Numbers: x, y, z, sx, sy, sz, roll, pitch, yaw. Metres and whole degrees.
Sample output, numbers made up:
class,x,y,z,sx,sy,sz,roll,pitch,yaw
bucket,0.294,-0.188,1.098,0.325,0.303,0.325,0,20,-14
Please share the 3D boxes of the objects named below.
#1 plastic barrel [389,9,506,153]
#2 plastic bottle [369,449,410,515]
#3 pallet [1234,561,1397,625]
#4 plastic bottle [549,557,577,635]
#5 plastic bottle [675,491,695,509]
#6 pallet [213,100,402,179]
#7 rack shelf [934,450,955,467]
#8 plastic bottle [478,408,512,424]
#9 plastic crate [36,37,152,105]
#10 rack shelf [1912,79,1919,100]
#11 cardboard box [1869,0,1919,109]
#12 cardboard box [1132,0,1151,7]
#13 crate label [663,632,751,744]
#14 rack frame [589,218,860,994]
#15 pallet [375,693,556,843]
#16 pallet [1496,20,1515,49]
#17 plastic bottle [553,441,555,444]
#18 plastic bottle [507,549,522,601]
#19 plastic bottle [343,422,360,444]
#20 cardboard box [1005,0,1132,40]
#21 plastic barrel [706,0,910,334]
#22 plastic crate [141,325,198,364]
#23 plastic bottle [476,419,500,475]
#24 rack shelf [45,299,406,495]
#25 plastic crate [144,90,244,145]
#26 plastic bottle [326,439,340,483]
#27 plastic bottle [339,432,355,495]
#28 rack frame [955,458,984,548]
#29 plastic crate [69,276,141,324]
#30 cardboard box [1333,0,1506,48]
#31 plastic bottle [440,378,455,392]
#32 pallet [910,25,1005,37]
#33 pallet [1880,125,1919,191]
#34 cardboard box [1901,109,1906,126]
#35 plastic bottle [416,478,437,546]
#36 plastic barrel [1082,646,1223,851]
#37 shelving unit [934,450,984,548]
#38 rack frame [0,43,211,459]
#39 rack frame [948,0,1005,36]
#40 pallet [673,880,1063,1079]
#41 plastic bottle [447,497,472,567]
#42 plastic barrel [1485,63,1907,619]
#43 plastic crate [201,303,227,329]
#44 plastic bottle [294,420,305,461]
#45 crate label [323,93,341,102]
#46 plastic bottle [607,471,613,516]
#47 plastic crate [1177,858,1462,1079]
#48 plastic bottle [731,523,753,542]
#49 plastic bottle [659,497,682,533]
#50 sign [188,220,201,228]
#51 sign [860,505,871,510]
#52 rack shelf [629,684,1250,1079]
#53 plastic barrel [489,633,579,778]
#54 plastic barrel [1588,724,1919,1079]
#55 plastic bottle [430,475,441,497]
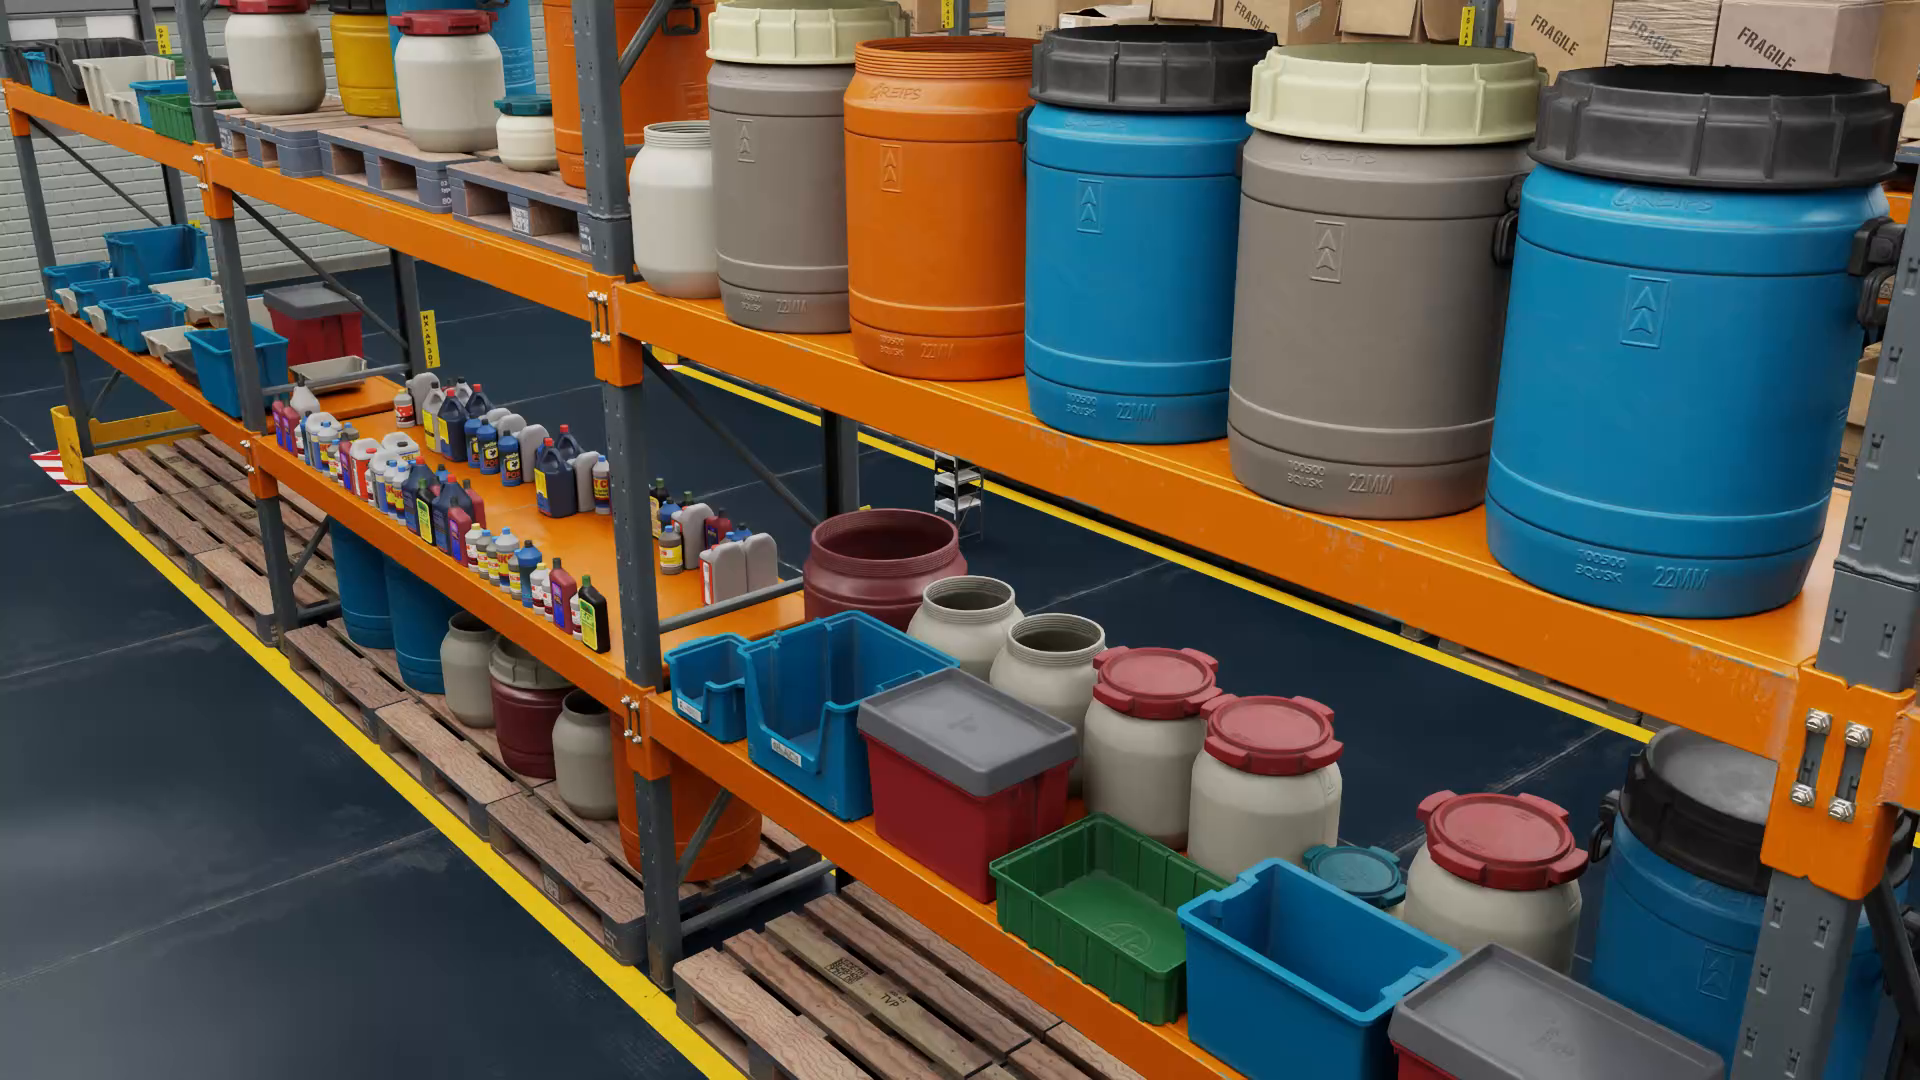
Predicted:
class,x,y,z,sx,sy,sz,roll,pitch,yaw
plastic barrel,-2.076,-1.874,6.782,0.433,0.535,0.433,0,21,0
plastic bottle,-2.646,-0.274,7.740,0.152,0.276,0.135,-17,27,-37
pallet,2.490,0.119,10.392,1.003,0.211,1.213,-17,27,-37
plastic bottle,-1.542,0.215,6.481,0.061,0.283,0.133,-17,27,-37
plastic bottle,-1.197,-0.083,7.243,0.061,0.283,0.133,-17,27,-37
pallet,-2.830,-1.986,8.086,1.213,0.211,1.003,-17,27,-37
rack shelf,-0.005,-0.558,10.772,0.258,0.077,0.200,-17,27,-37
plastic bottle,-2.345,-0.540,8.420,0.152,0.276,0.135,-17,27,-37
plastic crate,-5.237,-2.856,10.134,0.504,0.338,0.767,-17,27,-37
rack shelf,8.077,-2.606,10.398,1.077,0.370,4.000,-17,27,-37
cardboard box,4.103,-2.268,7.727,0.500,0.500,0.500,-17,27,-37
cardboard box,1.989,-5.303,16.502,0.500,0.250,0.500,-16,27,-36
crate label,-0.813,0.519,5.777,0.303,0.233,0.416,-17,27,-37
rack frame,-0.804,0.235,6.271,1.000,3.000,0.127,-17,27,-37
pallet,-2.143,0.989,8.171,1.003,0.211,1.213,-17,27,-37
pallet,4.483,-4.315,14.033,1.213,0.211,1.003,-17,27,-37
plastic bottle,-1.921,-0.389,8.025,0.061,0.283,0.133,-17,27,-37
plastic bottle,-1.794,0.137,6.795,0.097,0.201,0.097,0,21,0
plastic bottle,-3.081,-0.493,8.402,0.097,0.201,0.097,0,21,0
cardboard box,0.723,-3.530,11.058,0.700,0.500,0.500,-17,27,-36
plastic barrel,-0.433,-1.117,4.921,0.600,0.901,0.600,0,21,0
plastic crate,-4.780,-1.185,10.175,0.293,0.136,0.466,-17,27,-37
plastic bottle,-2.340,-0.466,8.237,0.097,0.271,0.097,0,21,0
rack shelf,-4.721,-1.088,10.635,1.077,0.370,4.000,-17,27,-37
plastic crate,-3.921,-2.213,8.699,0.450,0.188,0.662,-17,27,-37
plastic bottle,-3.044,-0.393,8.146,0.097,0.201,0.097,0,21,0
plastic bottle,-2.919,-0.368,7.969,0.061,0.283,0.133,-17,27,-37
rack frame,0.061,-0.393,10.754,0.240,0.900,0.006,-17,27,-37
plastic crate,-5.685,-1.597,11.095,0.416,0.233,0.300,-17,27,-37
cardboard box,2.495,-2.736,9.025,0.797,0.503,0.637,-16,26,-34
plastic bottle,-2.728,-0.731,8.897,0.061,0.283,0.133,-17,27,-37
pallet,-0.189,-3.633,12.156,1.003,0.211,1.213,-17,27,-37
pallet,4.557,-1.630,7.177,1.213,0.211,1.003,-17,27,-37
cardboard box,4.104,-1.925,7.878,0.500,0.250,0.500,-17,27,-36
plastic bottle,-2.345,-0.125,7.349,0.061,0.283,0.133,-17,27,-37
plastic barrel,0.587,0.638,5.056,0.433,0.535,0.433,0,21,0
shelving unit,-0.005,-0.421,10.826,0.258,0.900,0.210,-17,27,-37
rack frame,-6.026,-1.975,11.914,1.000,3.000,0.127,-17,27,-37
rack frame,0.337,-4.843,11.009,1.000,3.000,0.127,-17,27,-37
pallet,-0.328,1.757,6.210,1.003,0.211,1.213,-17,27,-37
plastic bottle,-2.138,-0.037,7.125,0.061,0.283,0.133,-17,27,-37
plastic barrel,1.310,-0.379,3.038,0.600,0.901,0.708,-17,27,-37
plastic crate,-4.771,-1.466,10.894,0.298,0.136,0.250,-17,27,-37
plastic bottle,-3.323,-0.510,8.446,0.097,0.201,0.097,0,21,0
crate label,-3.516,-2.348,9.114,0.293,0.136,0.466,-17,27,-37
plastic bottle,-1.562,-0.237,7.637,0.061,0.283,0.133,-17,27,-37
plastic crate,0.851,1.117,4.041,0.392,0.384,0.575,-17,27,-37
plastic bottle,-0.897,0.060,6.895,0.097,0.271,0.097,0,21,0
plastic bottle,-1.245,-0.053,7.184,0.097,0.271,0.097,0,21,0
sign,-5.620,-2.187,12.230,0.100,0.325,0.005,-17,27,-37
sign,-0.392,0.026,6.581,0.100,0.325,0.005,-17,27,-37
rack shelf,0.501,1.123,4.991,1.077,0.370,4.000,-17,27,-37
plastic barrel,-1.874,0.719,7.766,0.600,0.588,0.708,-17,27,-37
plastic barrel,1.784,0.928,3.815,0.600,0.901,0.708,-17,27,-37
plastic bottle,-2.299,-0.139,7.386,0.061,0.283,0.133,-17,27,-37
